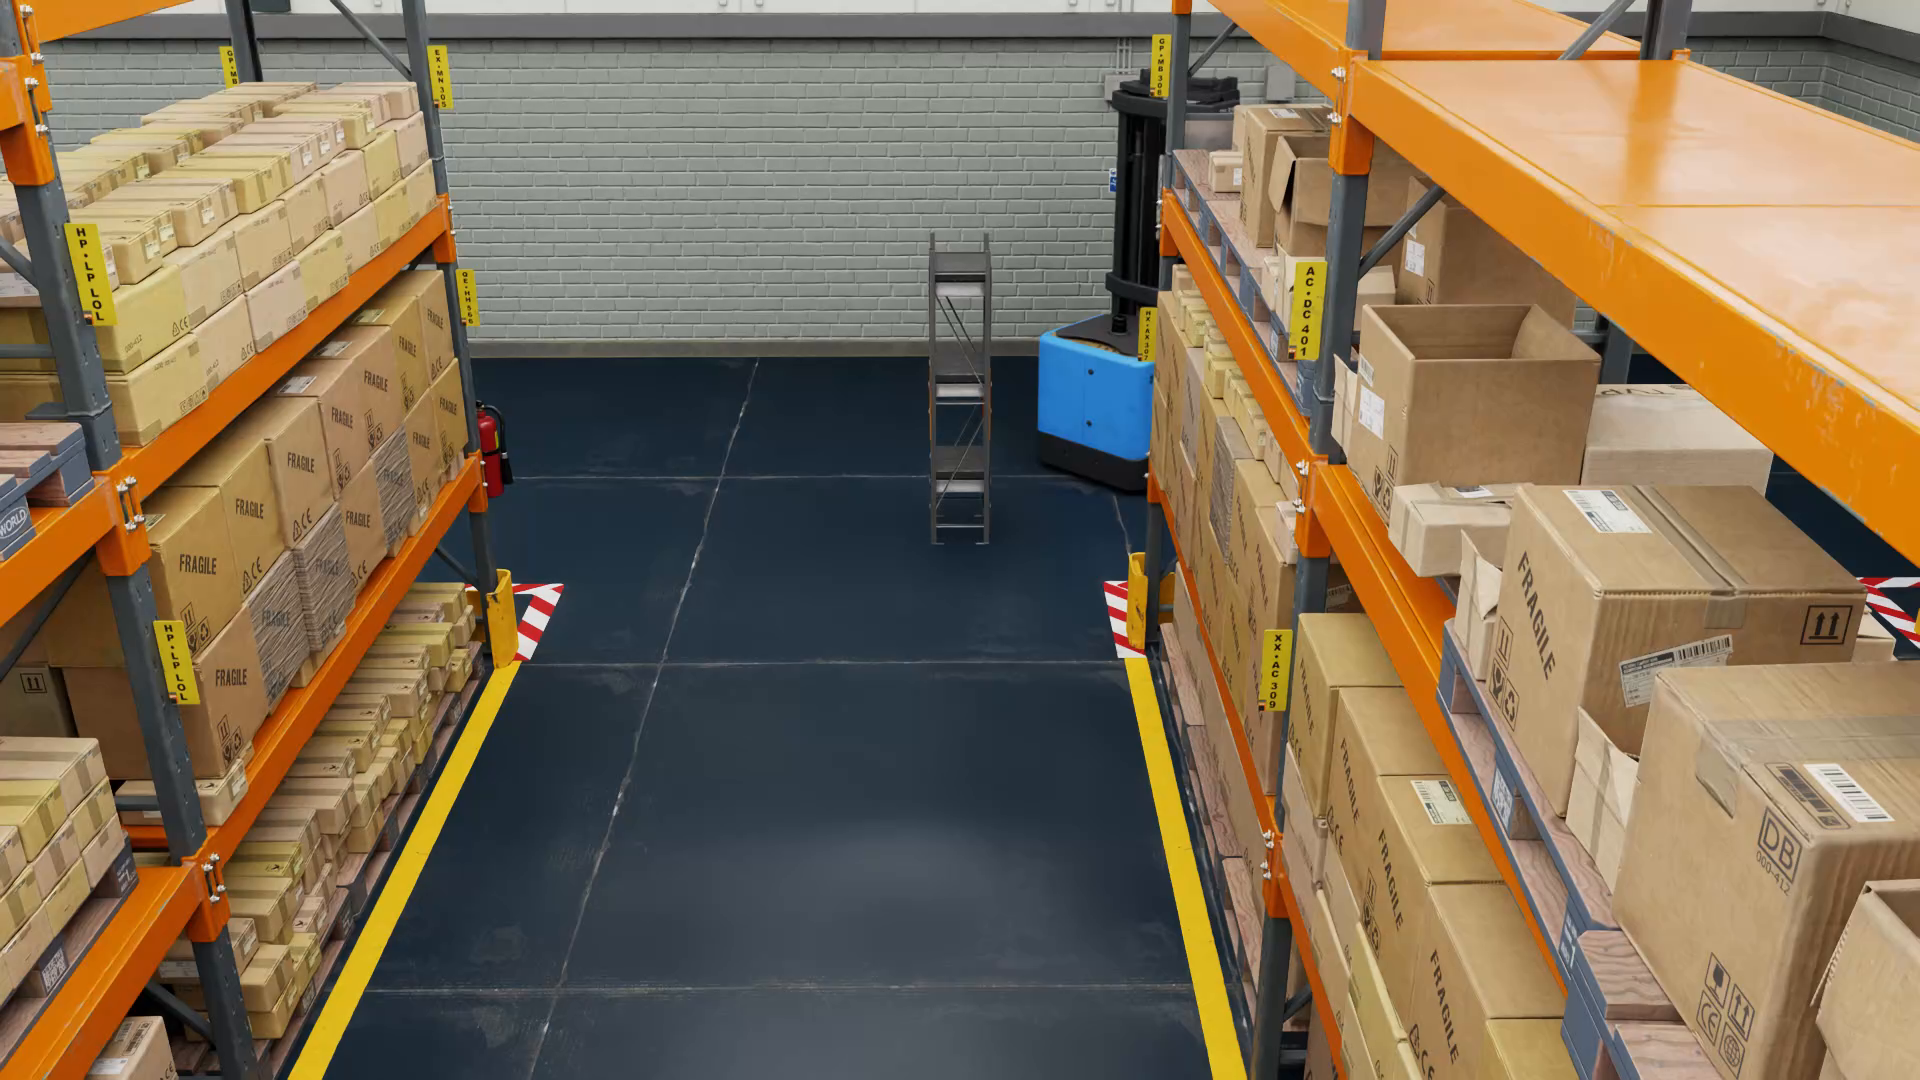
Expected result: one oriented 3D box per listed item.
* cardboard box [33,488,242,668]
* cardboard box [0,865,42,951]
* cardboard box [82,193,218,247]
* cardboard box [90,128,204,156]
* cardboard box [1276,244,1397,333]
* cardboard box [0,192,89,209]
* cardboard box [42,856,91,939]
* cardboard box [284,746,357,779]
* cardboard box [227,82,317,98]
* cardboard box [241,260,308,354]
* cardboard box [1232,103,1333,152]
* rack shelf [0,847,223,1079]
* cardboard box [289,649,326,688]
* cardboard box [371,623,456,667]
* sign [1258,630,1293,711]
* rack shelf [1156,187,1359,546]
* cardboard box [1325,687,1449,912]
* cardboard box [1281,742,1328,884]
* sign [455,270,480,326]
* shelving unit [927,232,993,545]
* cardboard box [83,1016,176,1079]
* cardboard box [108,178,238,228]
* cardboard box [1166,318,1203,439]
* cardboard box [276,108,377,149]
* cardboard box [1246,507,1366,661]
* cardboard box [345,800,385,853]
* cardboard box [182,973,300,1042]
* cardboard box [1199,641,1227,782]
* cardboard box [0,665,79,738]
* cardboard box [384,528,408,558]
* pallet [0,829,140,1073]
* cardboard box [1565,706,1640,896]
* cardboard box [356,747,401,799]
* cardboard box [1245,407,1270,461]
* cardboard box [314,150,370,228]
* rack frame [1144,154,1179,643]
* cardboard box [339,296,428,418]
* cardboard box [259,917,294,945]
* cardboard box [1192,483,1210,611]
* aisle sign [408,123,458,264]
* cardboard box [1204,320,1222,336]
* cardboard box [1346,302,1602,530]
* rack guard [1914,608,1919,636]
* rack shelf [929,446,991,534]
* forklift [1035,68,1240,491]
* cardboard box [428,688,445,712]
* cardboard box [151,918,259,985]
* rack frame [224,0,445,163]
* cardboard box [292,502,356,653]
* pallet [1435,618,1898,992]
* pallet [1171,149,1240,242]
[{"bbox_3d":[-3.030,0.134,6.118,0.500,0.500,0.500,0,24,1],"label":"cardboard box"},{"bbox_3d":[-3.063,1.119,5.070,0.380,0.149,0.250,1,24,2],"label":"cardboard box"},{"bbox_3d":[-3.016,-1.194,6.201,0.380,0.149,0.250,-1,24,-2],"label":"cardboard box"},{"bbox_3d":[-3.604,-1.732,7.390,0.380,0.149,0.250,0,24,1],"label":"cardboard box"},{"bbox_3d":[1.353,-0.910,6.015,0.396,0.266,0.258,1,24,1],"label":"cardboard box"},{"bbox_3d":[-3.488,-1.196,6.205,0.380,0.149,0.250,1,24,1],"label":"cardboard box"},{"bbox_3d":[-3.063,1.151,5.361,0.380,0.149,0.250,0,24,0],"label":"cardboard box"},{"bbox_3d":[-3.093,1.109,7.886,0.380,0.149,0.250,-1,24,-3],"label":"cardboard box"},{"bbox_3d":[-3.537,-2.264,8.567,0.380,0.149,0.250,0,24,-1],"label":"cardboard box"},{"bbox_3d":[-3.011,-0.954,6.760,0.500,0.250,0.500,1,24,2],"label":"cardboard box"},{"bbox_3d":[1.731,-2.105,8.674,0.500,0.250,0.500,-2,24,-5],"label":"cardboard box"},{"bbox_3d":[-3.247,2.110,4.318,1.077,0.370,4.000,0,24,-1],"label":"rack shelf"},{"bbox_3d":[-3.012,0.522,7.261,0.380,0.149,0.250,0,24,0],"label":"cardboard box"},{"bbox_3d":[-2.978,0.573,9.071,0.380,0.149,0.250,-1,24,-2],"label":"cardboard box"},{"bbox_3d":[1.125,0.467,5.932,0.100,0.325,0.005,0,24,-1],"label":"sign"},{"bbox_3d":[1.658,-0.969,7.486,1.077,0.370,4.000,0,24,-1],"label":"rack shelf"},{"bbox_3d":[1.430,0.785,5.040,0.500,0.500,0.500,0,24,-1],"label":"cardboard box"},{"bbox_3d":[1.403,0.917,5.658,0.500,0.250,0.500,-1,24,-2],"label":"cardboard box"},{"bbox_3d":[-2.757,-1.356,9.320,0.100,0.325,0.005,0,24,-1],"label":"sign"},{"bbox_3d":[-0.002,-1.025,11.468,0.431,2.100,0.503,0,24,-1],"label":"shelving unit"},{"bbox_3d":[-3.008,1.869,5.590,0.500,0.250,0.500,-1,24,-2],"label":"cardboard box"},{"bbox_3d":[-3.039,-1.300,6.436,0.380,0.149,0.250,-1,24,-2],"label":"cardboard box"},{"bbox_3d":[1.369,-0.844,8.640,0.500,0.500,0.500,-1,24,-2],"label":"cardboard box"},{"bbox_3d":[-2.996,-1.946,7.865,0.380,0.149,0.250,0,24,0],"label":"cardboard box"},{"bbox_3d":[1.399,0.200,6.334,0.500,0.500,0.500,0,24,-1],"label":"cardboard box"},{"bbox_3d":[-3.006,1.379,8.010,0.380,0.149,0.250,-1,24,-2],"label":"cardboard box"},{"bbox_3d":[-2.952,1.914,6.828,0.380,0.149,0.250,-1,24,-3],"label":"cardboard box"},{"bbox_3d":[1.762,0.870,8.785,0.875,0.438,0.875,0,24,1],"label":"cardboard box"},{"bbox_3d":[-3.557,0.579,6.348,0.500,0.500,0.500,0,24,0],"label":"cardboard box"},{"bbox_3d":[-3.044,-0.023,8.466,0.380,0.149,0.250,-1,24,-3],"label":"cardboard box"},{"bbox_3d":[-3.406,1.361,5.334,1.003,0.211,1.213,0,24,-1],"label":"pallet"},{"bbox_3d":[1.358,0.479,3.064,0.396,0.266,0.258,-1,24,-2],"label":"cardboard box"},{"bbox_3d":[-2.980,1.144,8.169,0.380,0.149,0.250,0,24,0],"label":"cardboard box"},{"bbox_3d":[1.411,-0.447,6.977,0.380,0.149,0.250,0,24,-1],"label":"cardboard box"},{"bbox_3d":[-3.043,-1.606,7.597,0.500,0.250,0.500,0,24,0],"label":"cardboard box"},{"bbox_3d":[1.636,-0.754,9.778,1.000,3.000,0.127,0,24,-1],"label":"rack frame"},{"bbox_3d":[-3.053,-0.931,8.473,0.500,0.500,0.500,-1,24,-2],"label":"cardboard box"},{"bbox_3d":[-3.045,1.675,6.995,0.380,0.149,0.250,0,24,0],"label":"cardboard box"},{"bbox_3d":[1.397,0.023,7.937,0.500,0.500,0.500,1,24,1],"label":"cardboard box"},{"bbox_3d":[-3.013,-1.906,9.170,0.394,0.787,0.004,0,24,-1],"label":"aisle sign"},{"bbox_3d":[1.402,-0.972,8.137,0.380,0.149,0.250,0,24,0],"label":"cardboard box"},{"bbox_3d":[1.399,-0.345,4.602,0.500,0.500,0.500,-1,24,-2],"label":"cardboard box"},{"bbox_3d":[6.600,0.392,10.277,1.175,0.500,0.348,0,24,-1],"label":"rack guard"},{"bbox_3d":[-0.002,-0.375,11.762,0.431,0.518,0.480,0,24,-1],"label":"rack shelf"},{"bbox_3d":[1.970,-2.218,13.098,1.130,2.935,3.031,22,32,39],"label":"forklift"},{"bbox_3d":[-3.077,0.848,9.185,0.380,0.149,0.250,0,24,-1],"label":"cardboard box"},{"bbox_3d":[-3.065,1.651,6.687,0.380,0.149,0.250,1,24,2],"label":"cardboard box"},{"bbox_3d":[-3.312,-3.424,8.400,1.000,3.000,0.127,0,24,-1],"label":"rack frame"},{"bbox_3d":[-3.004,0.160,7.274,0.500,0.500,0.500,-1,24,-2],"label":"cardboard box"},{"bbox_3d":[1.648,0.536,3.515,1.003,0.211,1.213,1,24,2],"label":"pallet"},{"bbox_3d":[1.655,-1.775,8.502,1.003,0.211,1.213,0,24,-1],"label":"pallet"}]
